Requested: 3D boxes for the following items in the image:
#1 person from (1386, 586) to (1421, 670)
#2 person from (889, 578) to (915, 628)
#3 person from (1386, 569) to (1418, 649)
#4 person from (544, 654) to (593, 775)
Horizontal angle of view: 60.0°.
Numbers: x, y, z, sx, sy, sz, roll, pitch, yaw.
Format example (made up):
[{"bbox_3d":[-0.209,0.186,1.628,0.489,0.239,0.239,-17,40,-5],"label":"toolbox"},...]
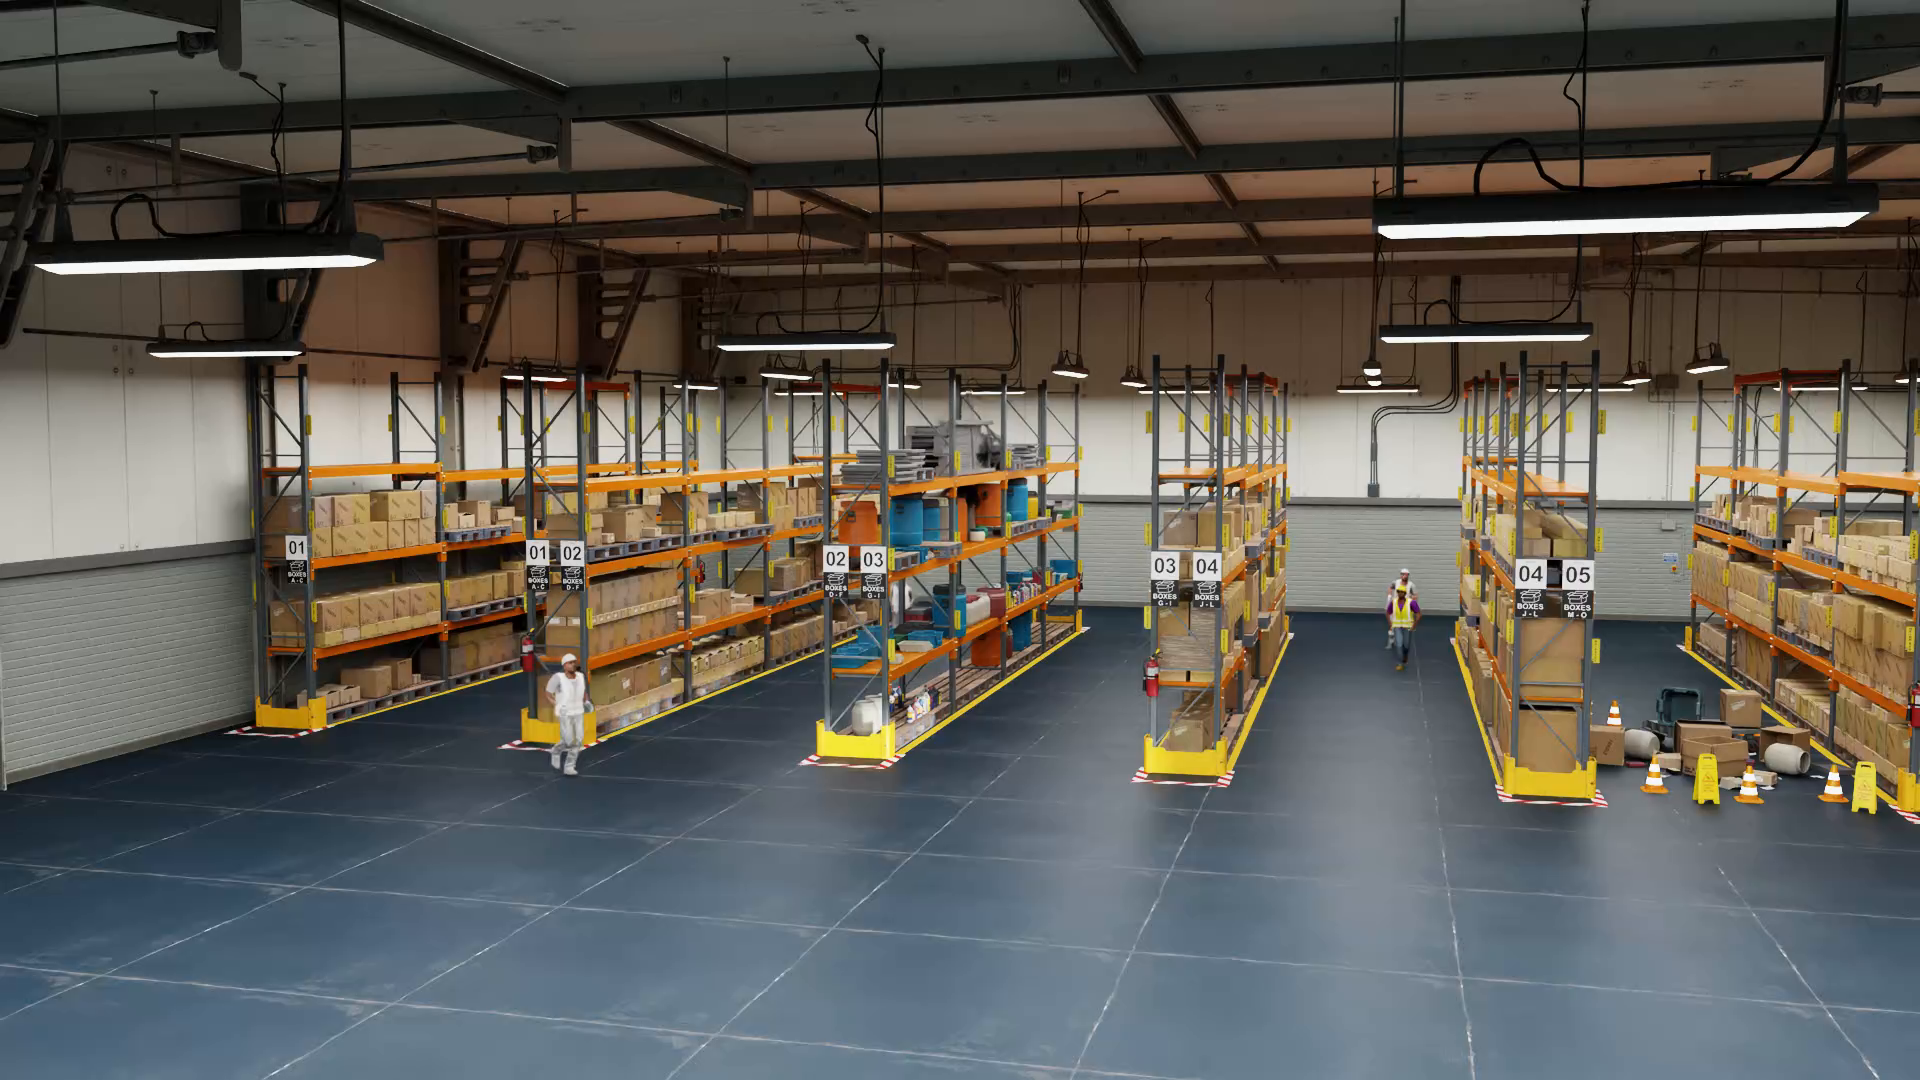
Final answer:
[{"bbox_3d":[9.076,1.796,34.092,0.693,1.732,0.561,2,4,22],"label":"person"},{"bbox_3d":[-1.317,1.582,37.071,0.647,1.727,0.580,0,4,1],"label":"person"},{"bbox_3d":[9.966,1.547,37.452,0.671,1.824,0.833,1,4,16],"label":"person"},{"bbox_3d":[-5.587,2.493,23.795,0.577,1.738,0.663,4,6,45],"label":"person"}]
